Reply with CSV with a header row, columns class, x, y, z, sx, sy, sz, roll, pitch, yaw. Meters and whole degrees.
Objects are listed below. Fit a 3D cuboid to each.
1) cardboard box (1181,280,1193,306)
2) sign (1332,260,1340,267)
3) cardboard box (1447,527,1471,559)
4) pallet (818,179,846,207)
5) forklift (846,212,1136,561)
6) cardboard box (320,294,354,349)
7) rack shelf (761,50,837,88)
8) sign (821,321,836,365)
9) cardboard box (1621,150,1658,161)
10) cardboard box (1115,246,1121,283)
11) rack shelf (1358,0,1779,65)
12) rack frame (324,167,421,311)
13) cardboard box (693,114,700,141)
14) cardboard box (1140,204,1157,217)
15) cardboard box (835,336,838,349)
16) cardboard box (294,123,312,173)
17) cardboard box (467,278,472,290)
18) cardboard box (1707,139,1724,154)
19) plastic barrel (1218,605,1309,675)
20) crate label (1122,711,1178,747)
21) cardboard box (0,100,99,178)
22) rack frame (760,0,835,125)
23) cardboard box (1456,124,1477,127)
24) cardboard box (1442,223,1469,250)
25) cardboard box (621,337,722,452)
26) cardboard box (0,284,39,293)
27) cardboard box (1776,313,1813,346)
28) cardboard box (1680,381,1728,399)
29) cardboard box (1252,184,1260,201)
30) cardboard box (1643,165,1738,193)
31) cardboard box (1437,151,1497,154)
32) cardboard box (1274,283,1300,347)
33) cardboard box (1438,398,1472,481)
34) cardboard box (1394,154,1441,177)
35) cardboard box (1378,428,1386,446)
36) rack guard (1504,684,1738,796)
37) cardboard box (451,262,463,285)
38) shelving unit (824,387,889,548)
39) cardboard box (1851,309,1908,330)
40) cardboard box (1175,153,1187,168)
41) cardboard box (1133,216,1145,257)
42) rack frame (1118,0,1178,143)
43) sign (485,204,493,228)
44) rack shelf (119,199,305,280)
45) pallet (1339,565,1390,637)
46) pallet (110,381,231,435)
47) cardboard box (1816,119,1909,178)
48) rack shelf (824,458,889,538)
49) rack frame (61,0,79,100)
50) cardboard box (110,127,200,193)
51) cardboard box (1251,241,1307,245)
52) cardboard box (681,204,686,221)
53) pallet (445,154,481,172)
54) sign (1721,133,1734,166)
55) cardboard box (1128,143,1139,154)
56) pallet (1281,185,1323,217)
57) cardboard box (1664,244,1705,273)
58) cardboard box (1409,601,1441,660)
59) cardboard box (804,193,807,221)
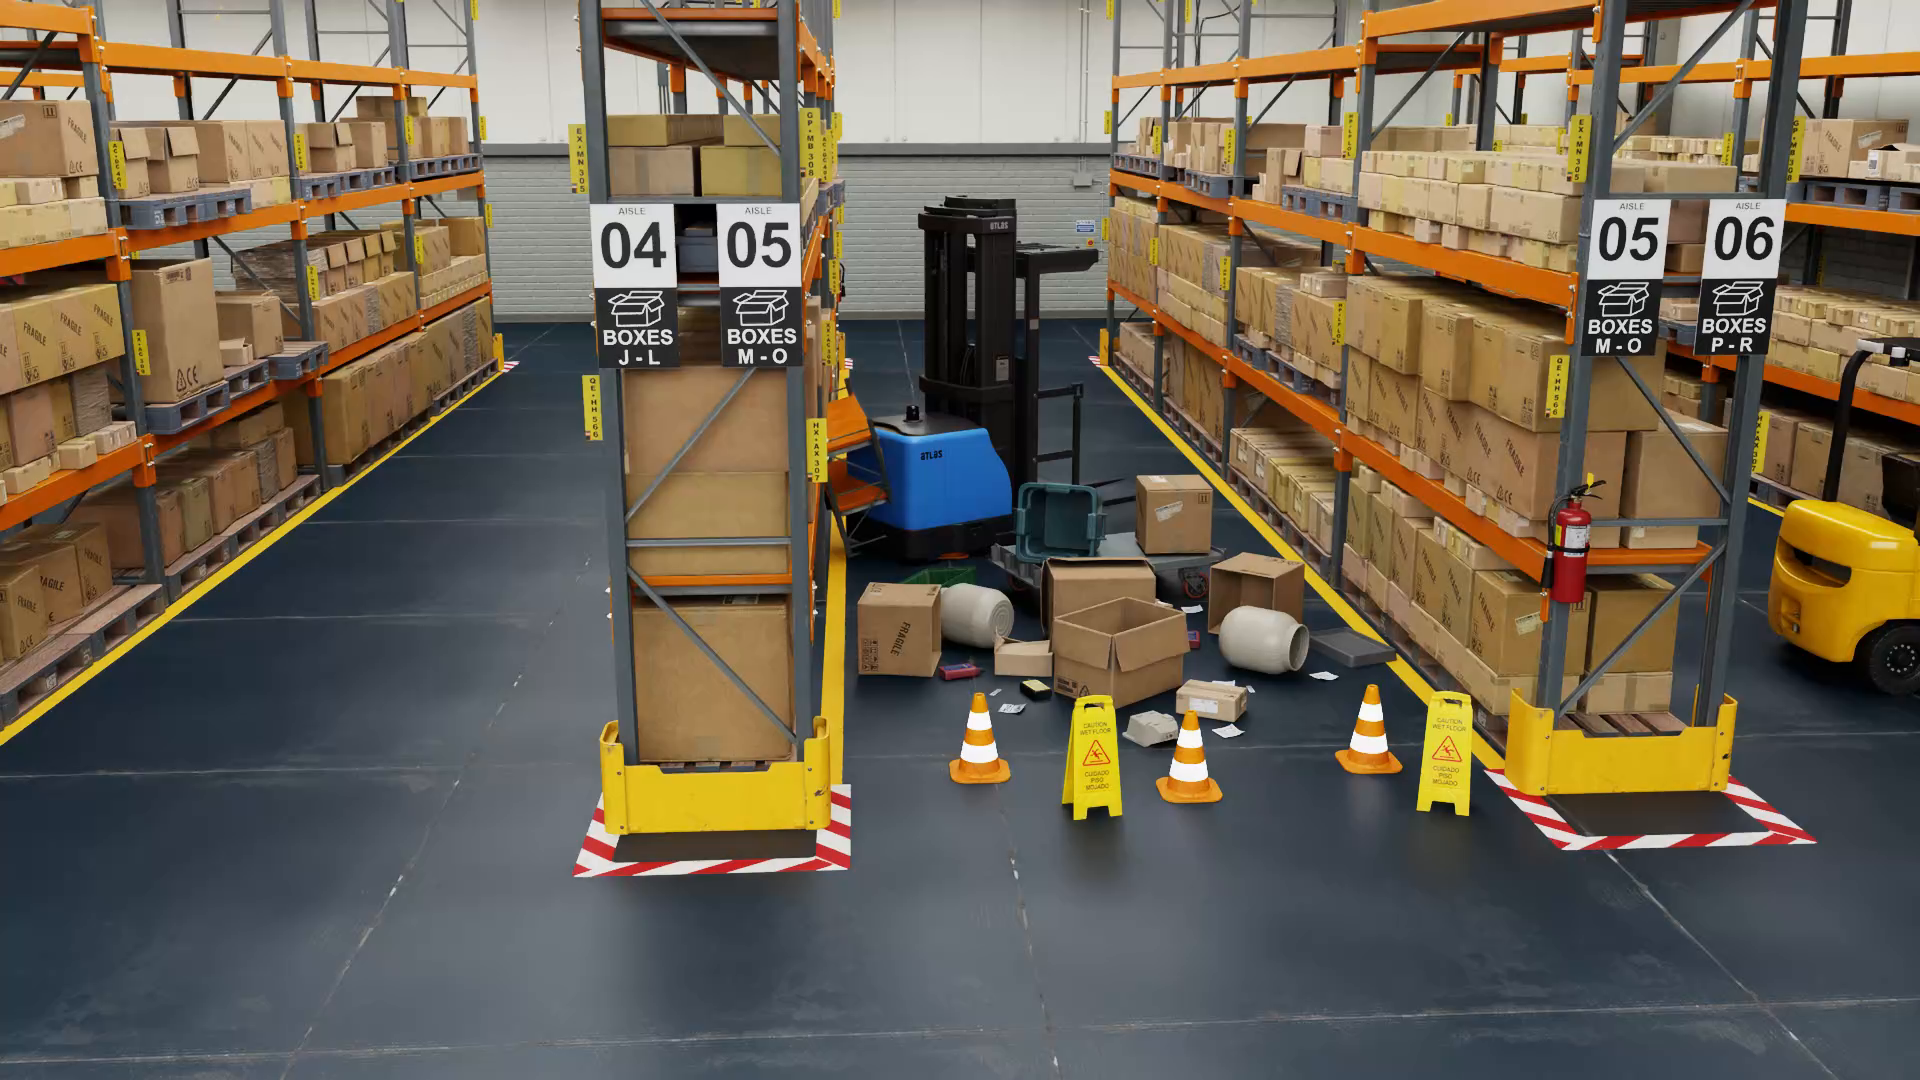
class,x,y,z,sx,sy,sz,roll,pitch,yaw
cardboard box,2.762,-2.746,18.477,0.500,0.250,0.500,-1,14,-5
sign,3.707,-2.610,16.484,0.100,0.325,0.005,-1,14,-3
cardboard box,3.249,0.016,10.313,0.380,0.149,0.250,-1,14,-3
pallet,-1.676,-3.177,15.213,1.213,0.211,1.003,0,14,-1
forklift,0.504,-1.469,14.530,3.031,2.843,1.129,-10,18,-35
cardboard box,-6.518,-2.225,16.954,0.500,0.500,0.500,-1,14,-5
rack shelf,-2.140,-6.022,21.324,1.077,0.370,4.000,-1,14,-3
sign,-8.936,-1.367,11.791,16.064,0.392,0.098,-1,14,-3
cardboard box,7.614,-4.269,18.541,0.380,0.149,0.250,-1,14,-2
cardboard box,2.472,-3.865,23.329,0.500,0.500,0.500,-1,14,-4
rack shelf,3.537,-3.140,10.120,1.077,0.370,4.000,-1,14,-3
rack frame,-6.973,-2.918,19.849,1.000,3.000,0.127,-1,14,-3
cardboard box,-1.727,-2.412,9.722,0.380,0.149,0.250,-1,14,-3
cardboard box,2.565,-4.309,21.744,0.380,0.149,0.250,-1,14,-5
cardboard box,-1.852,-2.690,22.648,0.380,0.149,0.250,0,14,-1
cardboard box,-6.976,-3.992,16.958,0.500,0.500,0.500,0,14,0
cardboard box,-6.805,-3.454,22.435,0.380,0.149,0.250,-1,14,-5
cardboard box,7.892,-4.019,17.012,0.380,0.149,0.250,-1,14,-5
plastic barrel,2.022,0.671,11.071,0.512,0.421,0.421,10,18,35
crate label,1.150,1.120,9.900,0.250,0.136,0.298,-9,17,-32
cardboard box,-6.195,-2.708,11.211,0.500,0.500,0.500,-1,14,-5
rack frame,-2.264,-6.870,23.167,1.000,3.000,0.127,-1,14,-3
cardboard box,7.401,-5.796,23.713,0.500,0.250,0.500,-1,14,-4
cardboard box,3.220,-1.884,10.312,0.380,0.149,0.250,-1,14,-4
cardboard box,-1.383,-0.809,9.183,0.875,0.550,0.550,-1,14,-3
cardboard box,-6.703,-1.490,11.492,0.500,0.500,0.500,-1,14,-3
cardboard box,7.948,-1.954,15.400,0.500,0.250,0.500,-1,14,-5
cardboard box,7.836,-1.580,17.519,0.380,0.149,0.250,-2,15,-6
cardboard box,3.016,-3.327,15.920,0.380,0.149,0.250,-1,14,-3
cardboard box,3.843,-1.896,8.758,0.380,0.149,0.250,-1,14,-4
cardboard box,3.651,-2.723,11.976,0.380,0.149,0.250,-1,14,-2
cardboard box,3.065,-1.971,14.526,0.500,0.500,0.500,-1,14,-6
cardboard box,3.473,-0.777,11.028,0.949,0.649,1.999,-1,14,-4
cardboard box,3.150,-2.520,11.184,0.380,0.149,0.250,-1,14,-4
cardboard box,3.227,-0.749,11.922,0.380,0.149,0.250,-1,14,-4
rack guard,3.657,1.105,9.229,1.175,0.500,0.348,-1,14,-3
cardboard box,-6.827,-3.486,21.759,0.500,0.250,0.500,-1,14,-3
shelving unit,-0.944,-0.625,14.047,0.538,0.981,1.030,-18,27,-7
cardboard box,8.016,-1.921,14.469,0.380,0.149,0.250,-1,14,-3
cardboard box,2.647,-4.294,18.802,0.380,0.166,0.250,-2,15,-7
cardboard box,2.549,-3.970,21.728,0.500,0.500,0.500,-1,14,-3
rack frame,2.673,-6.971,23.562,0.949,2.616,0.053,-1,14,-3
sign,-6.678,-4.593,23.560,0.100,0.325,0.005,-1,14,-3
rack shelf,-6.601,-2.530,13.765,1.077,0.370,4.000,-1,14,-3
pallet,3.490,0.435,12.411,1.003,0.211,1.213,-1,14,-3
pallet,-6.380,-1.028,12.887,1.003,0.211,1.213,-1,14,-3
cardboard box,7.984,-3.470,14.729,0.500,0.500,0.500,-1,14,-2
rack shelf,-0.890,-0.414,14.158,0.538,0.278,1.000,-18,27,-7
rack frame,-12.161,-6.742,22.671,0.949,2.616,0.053,-1,14,-3
cardboard box,-6.467,-2.987,13.048,0.797,0.503,0.637,0,14,-1
cardboard box,3.339,-2.859,17.410,0.500,0.500,0.500,-1,14,-3
cardboard box,-1.663,-1.772,8.835,0.380,0.149,0.250,-1,14,-3
pallet,-7.164,-5.138,22.636,1.003,0.211,1.213,-1,14,-3
sign,7.578,-3.849,16.410,0.100,0.325,0.005,-1,14,-3
cardboard box,2.508,-5.375,22.837,0.380,0.149,0.250,0,14,-1
pallet,3.414,-2.856,13.966,1.213,0.211,1.003,-1,14,-3
cardboard box,3.965,-1.505,8.842,0.380,0.149,0.250,-1,14,-3
cardboard box,3.281,0.586,10.906,0.500,0.250,0.500,-1,14,-5
cardboard box,-0.991,-1.722,8.639,0.380,0.149,0.250,-1,14,-3
